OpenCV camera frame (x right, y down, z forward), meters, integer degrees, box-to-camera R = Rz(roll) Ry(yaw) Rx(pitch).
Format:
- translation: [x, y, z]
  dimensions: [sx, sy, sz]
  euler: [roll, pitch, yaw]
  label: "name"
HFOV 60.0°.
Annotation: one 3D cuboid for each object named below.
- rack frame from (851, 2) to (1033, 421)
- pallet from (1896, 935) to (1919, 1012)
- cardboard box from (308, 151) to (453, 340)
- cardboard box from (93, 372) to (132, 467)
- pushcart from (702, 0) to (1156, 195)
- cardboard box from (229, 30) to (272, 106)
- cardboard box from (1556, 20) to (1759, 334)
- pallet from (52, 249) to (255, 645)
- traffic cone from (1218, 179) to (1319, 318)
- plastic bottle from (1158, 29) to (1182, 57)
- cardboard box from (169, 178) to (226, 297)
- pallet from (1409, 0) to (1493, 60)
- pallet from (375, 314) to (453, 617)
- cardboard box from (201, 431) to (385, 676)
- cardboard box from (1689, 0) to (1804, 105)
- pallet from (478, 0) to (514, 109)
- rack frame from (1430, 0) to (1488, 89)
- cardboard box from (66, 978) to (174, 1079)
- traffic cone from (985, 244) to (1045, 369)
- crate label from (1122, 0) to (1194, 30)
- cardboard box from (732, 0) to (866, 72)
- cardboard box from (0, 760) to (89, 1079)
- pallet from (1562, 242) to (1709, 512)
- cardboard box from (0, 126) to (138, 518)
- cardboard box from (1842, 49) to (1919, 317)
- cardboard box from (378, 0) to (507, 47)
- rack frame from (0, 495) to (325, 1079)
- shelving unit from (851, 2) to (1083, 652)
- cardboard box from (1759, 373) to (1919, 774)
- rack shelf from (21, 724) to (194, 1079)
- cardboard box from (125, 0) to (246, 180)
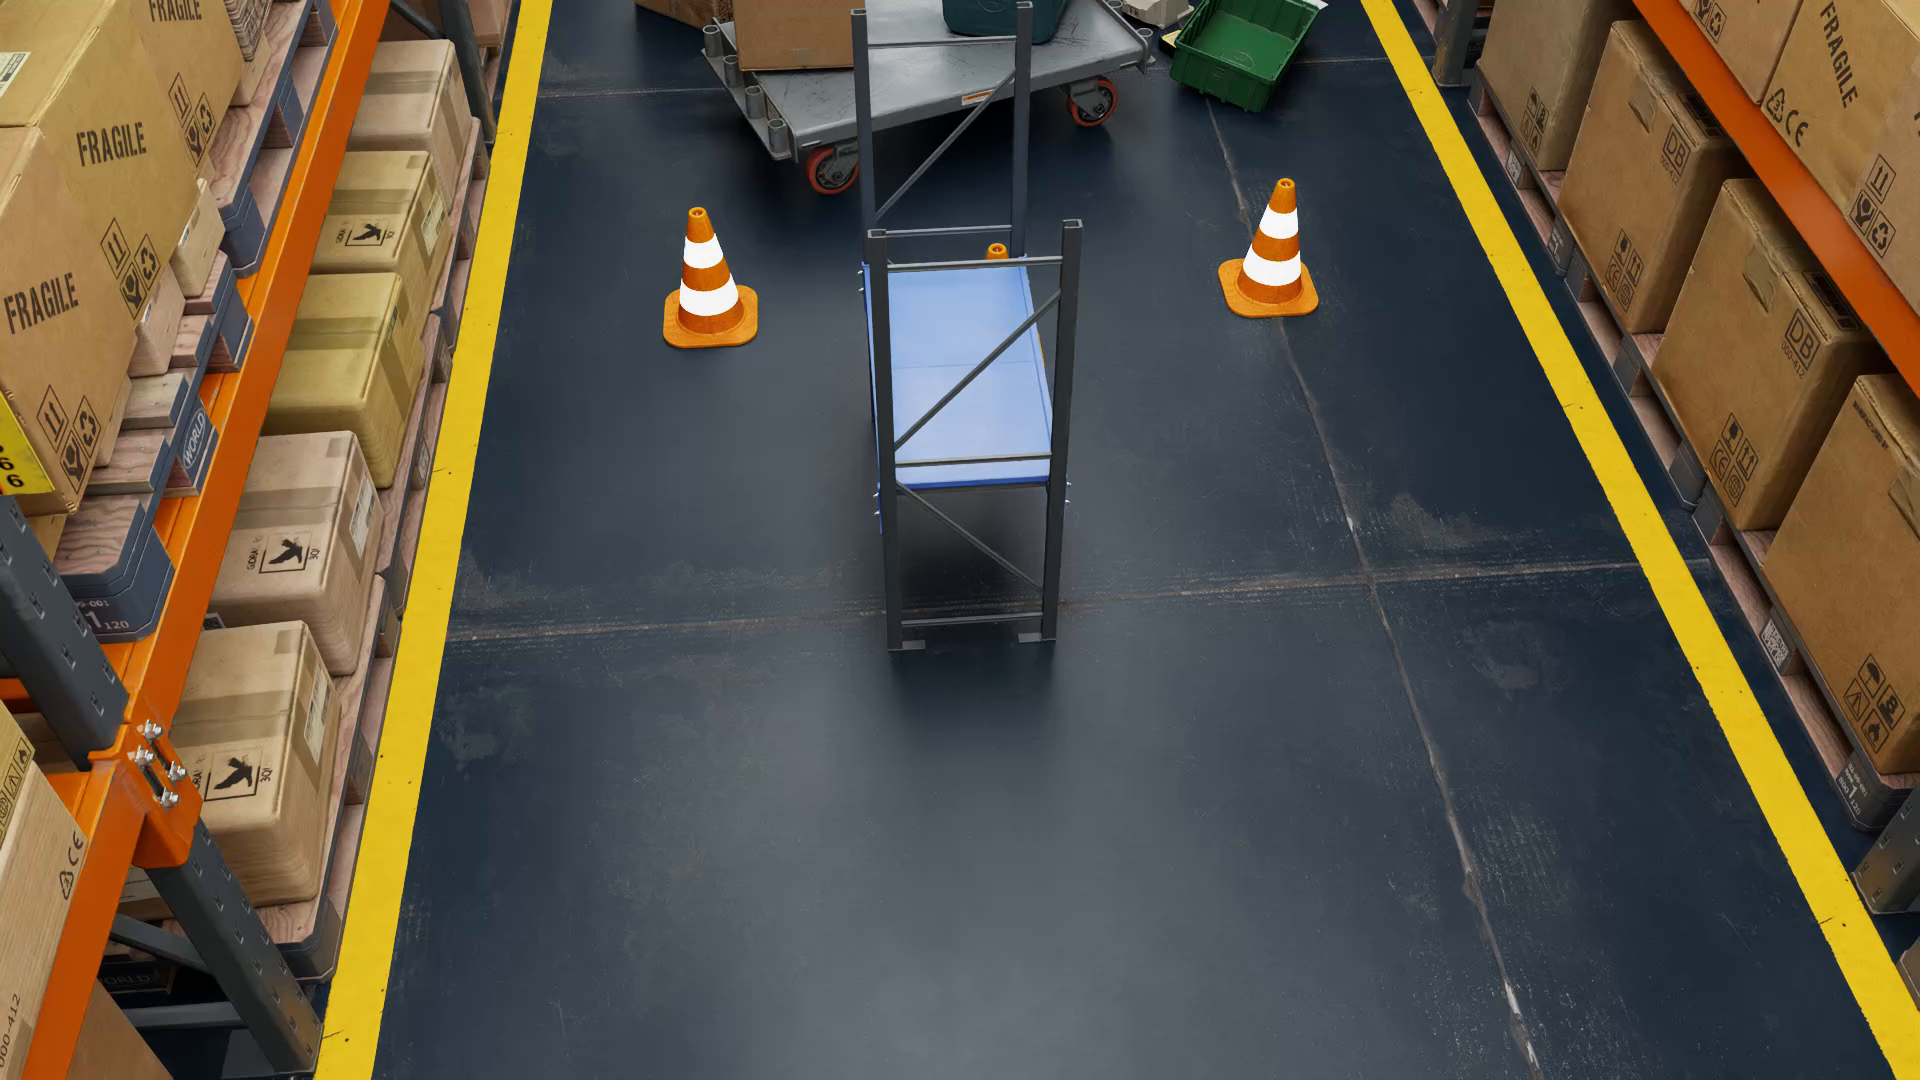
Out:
- translation: [-0.050, -0.945, 5.112]
  dimensions: [0.500, 1.500, 0.032]
  euler: [-3, 47, -3]
  label: "rack frame"
- translation: [2.925, 1.397, 3.782]
  dimensions: [1.003, 0.211, 1.213]
  euler: [-3, 47, -3]
  label: "pallet"
- translation: [-2.289, -0.989, 5.641]
  dimensions: [0.950, 0.372, 0.625]
  euler: [-1, 47, -1]
  label: "cardboard box"
- translation: [-1.896, -0.264, 3.318]
  dimensions: [0.380, 0.149, 0.250]
  euler: [-6, 47, -6]
  label: "cardboard box"
- translation: [-0.131, -1.920, 6.809]
  dimensions: [1.648, 0.377, 0.936]
  euler: [-19, 49, -17]
  label: "pushcart"
- translation: [-1.993, -1.230, 4.233]
  dimensions: [0.380, 0.149, 0.250]
  euler: [-2, 47, -2]
  label: "cardboard box"
- translation: [2.744, -1.250, 5.628]
  dimensions: [1.050, 0.750, 0.750]
  euler: [-3, 47, -3]
  label: "cardboard box"
- translation: [-2.229, -0.197, 3.502]
  dimensions: [1.213, 0.211, 1.003]
  euler: [-3, 47, -3]
  label: "pallet"
- translation: [1.133, -1.087, 5.961]
  dimensions: [0.336, 0.463, 0.334]
  euler: [-3, 47, -3]
  label: "traffic cone"
- translation: [0.999, -2.119, 7.215]
  dimensions: [0.133, 0.061, 0.283]
  euler: [-27, 52, -23]
  label: "plastic bottle"
- translation: [-1.875, -0.665, 3.698]
  dimensions: [0.380, 0.149, 0.250]
  euler: [-3, 47, -3]
  label: "cardboard box"
- translation: [2.540, -2.617, 7.584]
  dimensions: [1.003, 0.211, 1.213]
  euler: [-3, 47, -3]
  label: "pallet"
- translation: [-2.227, -0.241, 5.332]
  dimensions: [1.003, 0.211, 1.213]
  euler: [-3, 47, -3]
  label: "pallet"
- translation: [-2.171, 0.063, 4.645]
  dimensions: [0.950, 0.372, 0.625]
  euler: [-4, 47, -4]
  label: "cardboard box"
- translation: [2.426, -1.564, 4.597]
  dimensions: [0.500, 0.500, 0.500]
  euler: [-3, 47, -3]
  label: "cardboard box"
- translation: [-2.490, -2.172, 7.162]
  dimensions: [1.003, 0.211, 1.213]
  euler: [-3, 47, -3]
  label: "pallet"
- translation: [2.526, -3.021, 6.046]
  dimensions: [1.000, 3.000, 0.127]
  euler: [-3, 47, -3]
  label: "rack frame"
- translation: [-2.089, 1.338, 3.091]
  dimensions: [0.875, 0.875, 0.875]
  euler: [-4, 47, -4]
  label: "cardboard box"
- translation: [0.121, -0.814, 5.702]
  dimensions: [0.336, 0.463, 0.334]
  euler: [-3, 47, -3]
  label: "traffic cone"
- translation: [0.873, -2.423, 7.451]
  dimensions: [0.298, 0.136, 0.250]
  euler: [-36, 56, -29]
  label: "crate label"
- translation: [-0.627, -2.178, 6.447]
  dimensions: [0.500, 0.500, 0.500]
  euler: [-3, 47, -3]
  label: "cardboard box"
- translation: [-1.763, 0.648, 2.673]
  dimensions: [0.500, 0.250, 0.500]
  euler: [-5, 47, -5]
  label: "cardboard box"
- translation: [2.771, -0.624, 5.696]
  dimensions: [1.003, 0.211, 1.213]
  euler: [-3, 47, -3]
  label: "pallet"
- translation: [-1.871, -0.374, 2.975]
  dimensions: [0.500, 0.500, 0.500]
  euler: [-5, 47, -4]
  label: "cardboard box"
- translation: [2.515, -0.832, 3.903]
  dimensions: [0.500, 0.500, 0.500]
  euler: [-3, 47, -3]
  label: "cardboard box"
- translation: [-2.179, -2.290, 6.957]
  dimensions: [0.500, 0.250, 0.500]
  euler: [-5, 47, -5]
  label: "cardboard box"
- translation: [-2.064, 0.247, 2.950]
  dimensions: [1.000, 3.000, 0.127]
  euler: [-3, 47, -3]
  label: "rack frame"
- translation: [-0.007, -0.577, 4.764]
  dimensions: [0.538, 1.500, 1.048]
  euler: [-3, 47, -3]
  label: "shelving unit"
- translation: [2.899, 0.056, 4.391]
  dimensions: [1.050, 0.750, 0.750]
  euler: [-4, 47, -4]
  label: "cardboard box"
- translation: [-1.896, 1.941, 1.841]
  dimensions: [1.077, 0.370, 4.000]
  euler: [-3, 47, -3]
  label: "rack shelf"
- translation: [-1.972, -1.134, 3.696]
  dimensions: [0.500, 0.500, 0.500]
  euler: [-3, 47, -3]
  label: "cardboard box"
